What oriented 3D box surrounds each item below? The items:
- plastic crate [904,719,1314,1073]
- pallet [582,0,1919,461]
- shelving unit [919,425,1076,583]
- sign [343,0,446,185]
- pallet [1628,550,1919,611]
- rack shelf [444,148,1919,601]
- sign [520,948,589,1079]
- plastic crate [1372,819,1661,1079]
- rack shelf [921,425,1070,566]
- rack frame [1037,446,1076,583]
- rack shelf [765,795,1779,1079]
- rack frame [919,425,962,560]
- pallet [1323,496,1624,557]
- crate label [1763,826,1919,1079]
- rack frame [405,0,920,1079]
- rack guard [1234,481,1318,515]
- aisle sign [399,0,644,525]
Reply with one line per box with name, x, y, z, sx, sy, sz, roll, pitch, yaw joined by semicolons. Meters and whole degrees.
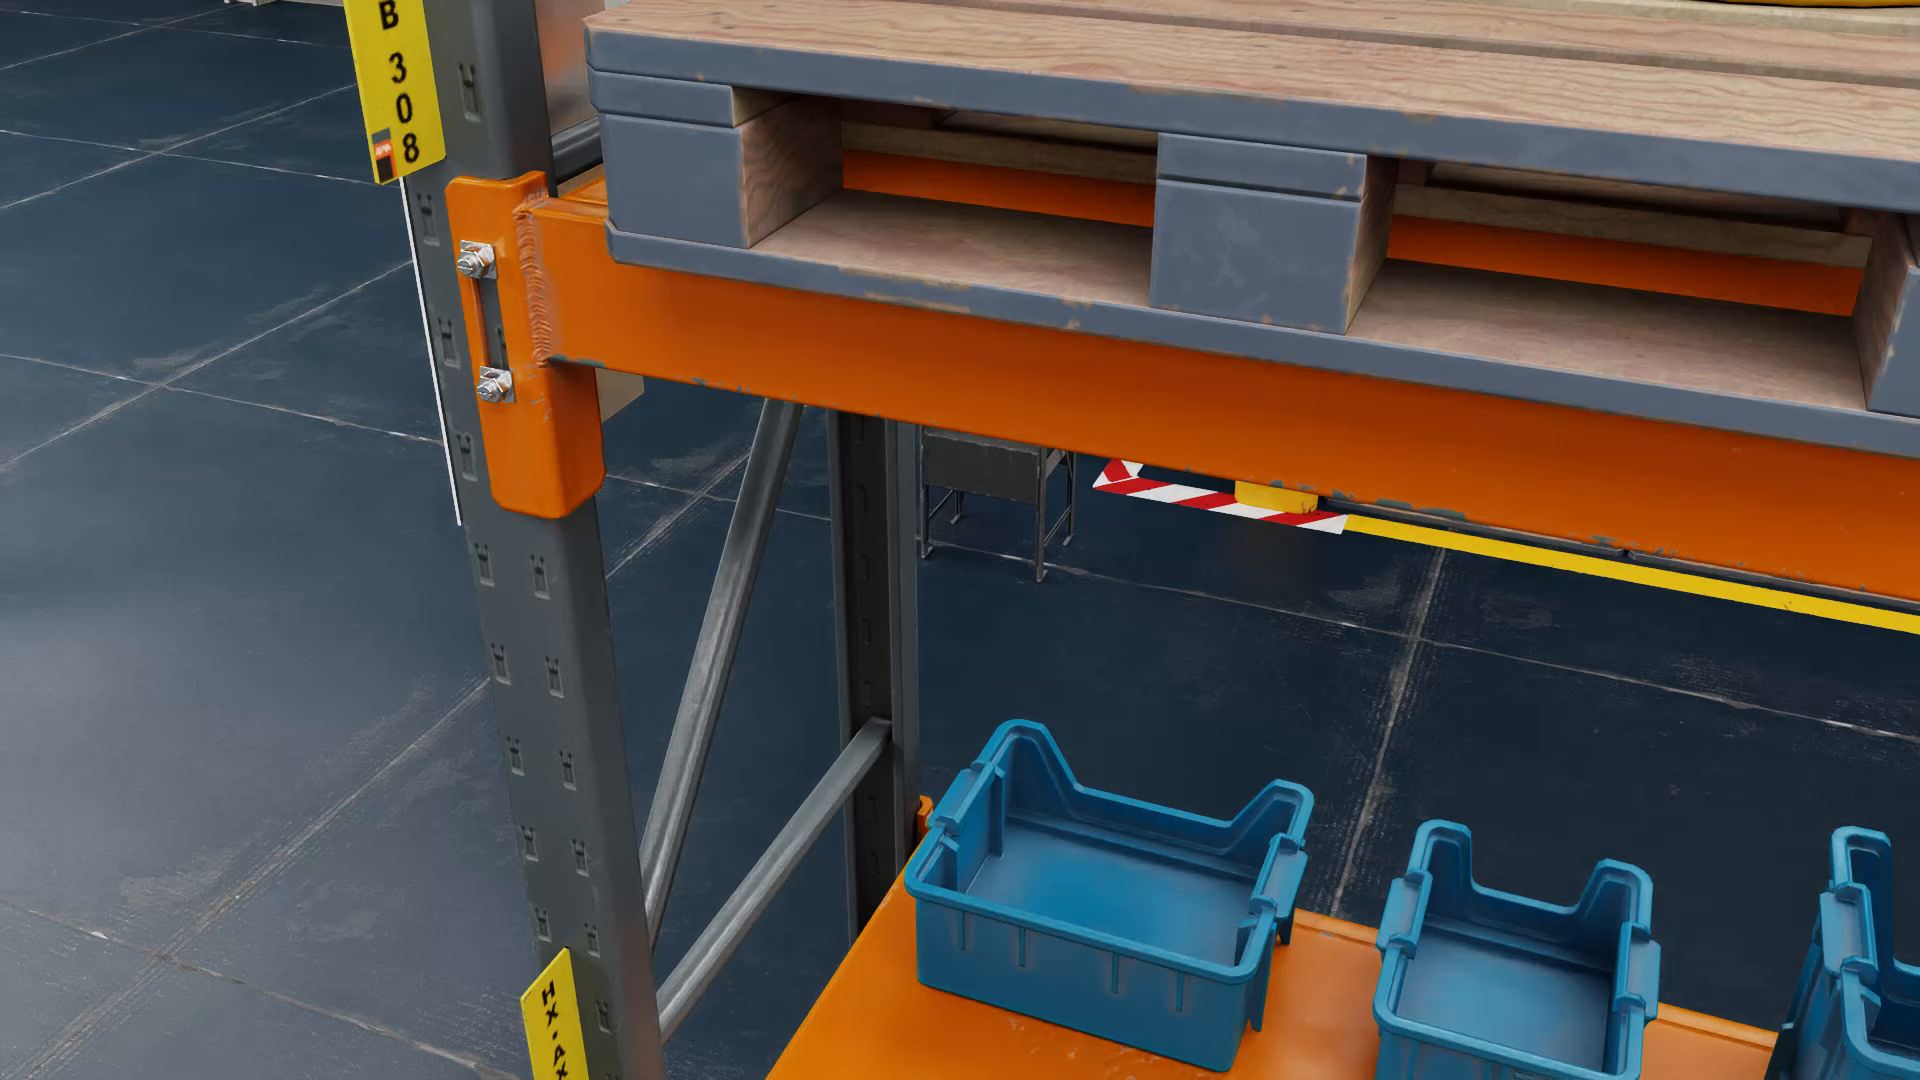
plastic crate;0.259;0.583;2.821;0.616;0.251;0.499;11;31;19
pallet;0.412;-0.464;1.666;1.213;0.211;1.003;11;31;19
shelving unit;0.153;-0.883;6.179;0.503;2.100;0.431;11;31;19
sign;-0.529;-0.497;1.524;0.005;0.325;0.100;11;31;19
pallet;3.399;-0.133;6.770;1.213;0.211;1.003;11;31;19
rack shelf;1.535;-0.060;1.491;4.000;0.370;1.077;11;31;19
sign;-0.529;0.692;2.196;0.005;0.325;0.100;11;31;19
plastic crate;0.858;0.706;2.604;0.408;0.251;0.499;11;31;19
rack shelf;0.153;-0.262;6.530;0.480;0.518;0.431;11;31;19
rack frame;0.379;-0.838;6.099;0.015;2.100;0.400;11;31;19
rack shelf;1.535;1.245;2.229;4.000;0.370;1.077;11;31;19
rack frame;-0.073;-0.929;6.259;0.015;2.100;0.400;11;31;19
pallet;2.272;-0.359;7.171;1.213;0.211;1.003;11;31;19
crate label;1.489;0.764;2.314;0.616;0.435;0.502;11;31;19
rack frame;-0.319;0.564;2.704;0.053;2.616;0.949;11;31;19
rack guard;1.526;-0.612;7.324;0.348;0.500;1.175;11;31;19
aisle sign;-0.495;-0.449;1.854;0.004;0.787;0.394;11;31;19
